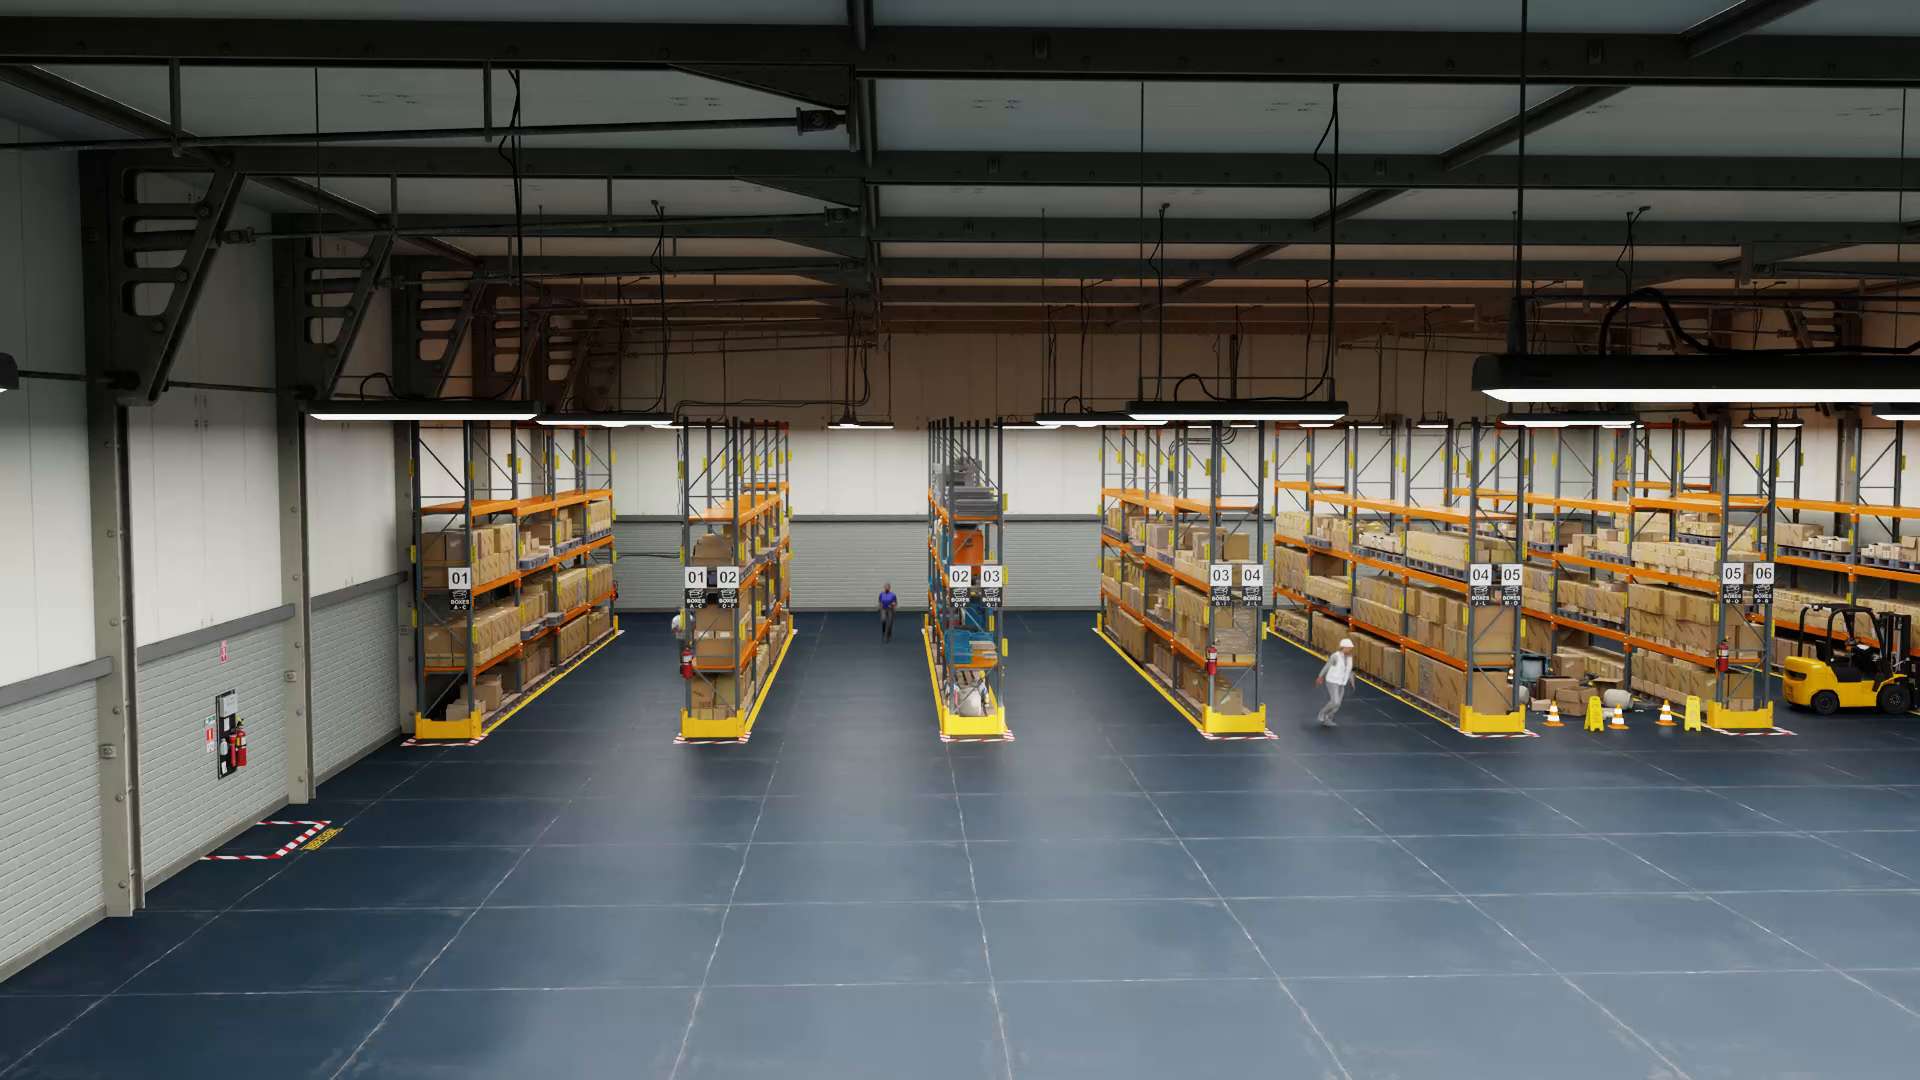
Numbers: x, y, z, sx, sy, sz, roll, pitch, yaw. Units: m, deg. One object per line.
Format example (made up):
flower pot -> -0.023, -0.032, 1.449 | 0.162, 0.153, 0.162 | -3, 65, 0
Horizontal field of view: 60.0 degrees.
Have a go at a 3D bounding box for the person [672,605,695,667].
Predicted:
person -> -6.514, 2.336, 39.304 | 0.574, 1.660, 0.954 | 0, 4, -6

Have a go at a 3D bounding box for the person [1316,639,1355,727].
person -> 7.306, 2.764, 32.189 | 0.675, 1.726, 0.615 | -3, 5, -34

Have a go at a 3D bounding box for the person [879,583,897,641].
person -> -1.946, 1.957, 44.899 | 0.518, 1.608, 0.786 | 0, 4, 0
